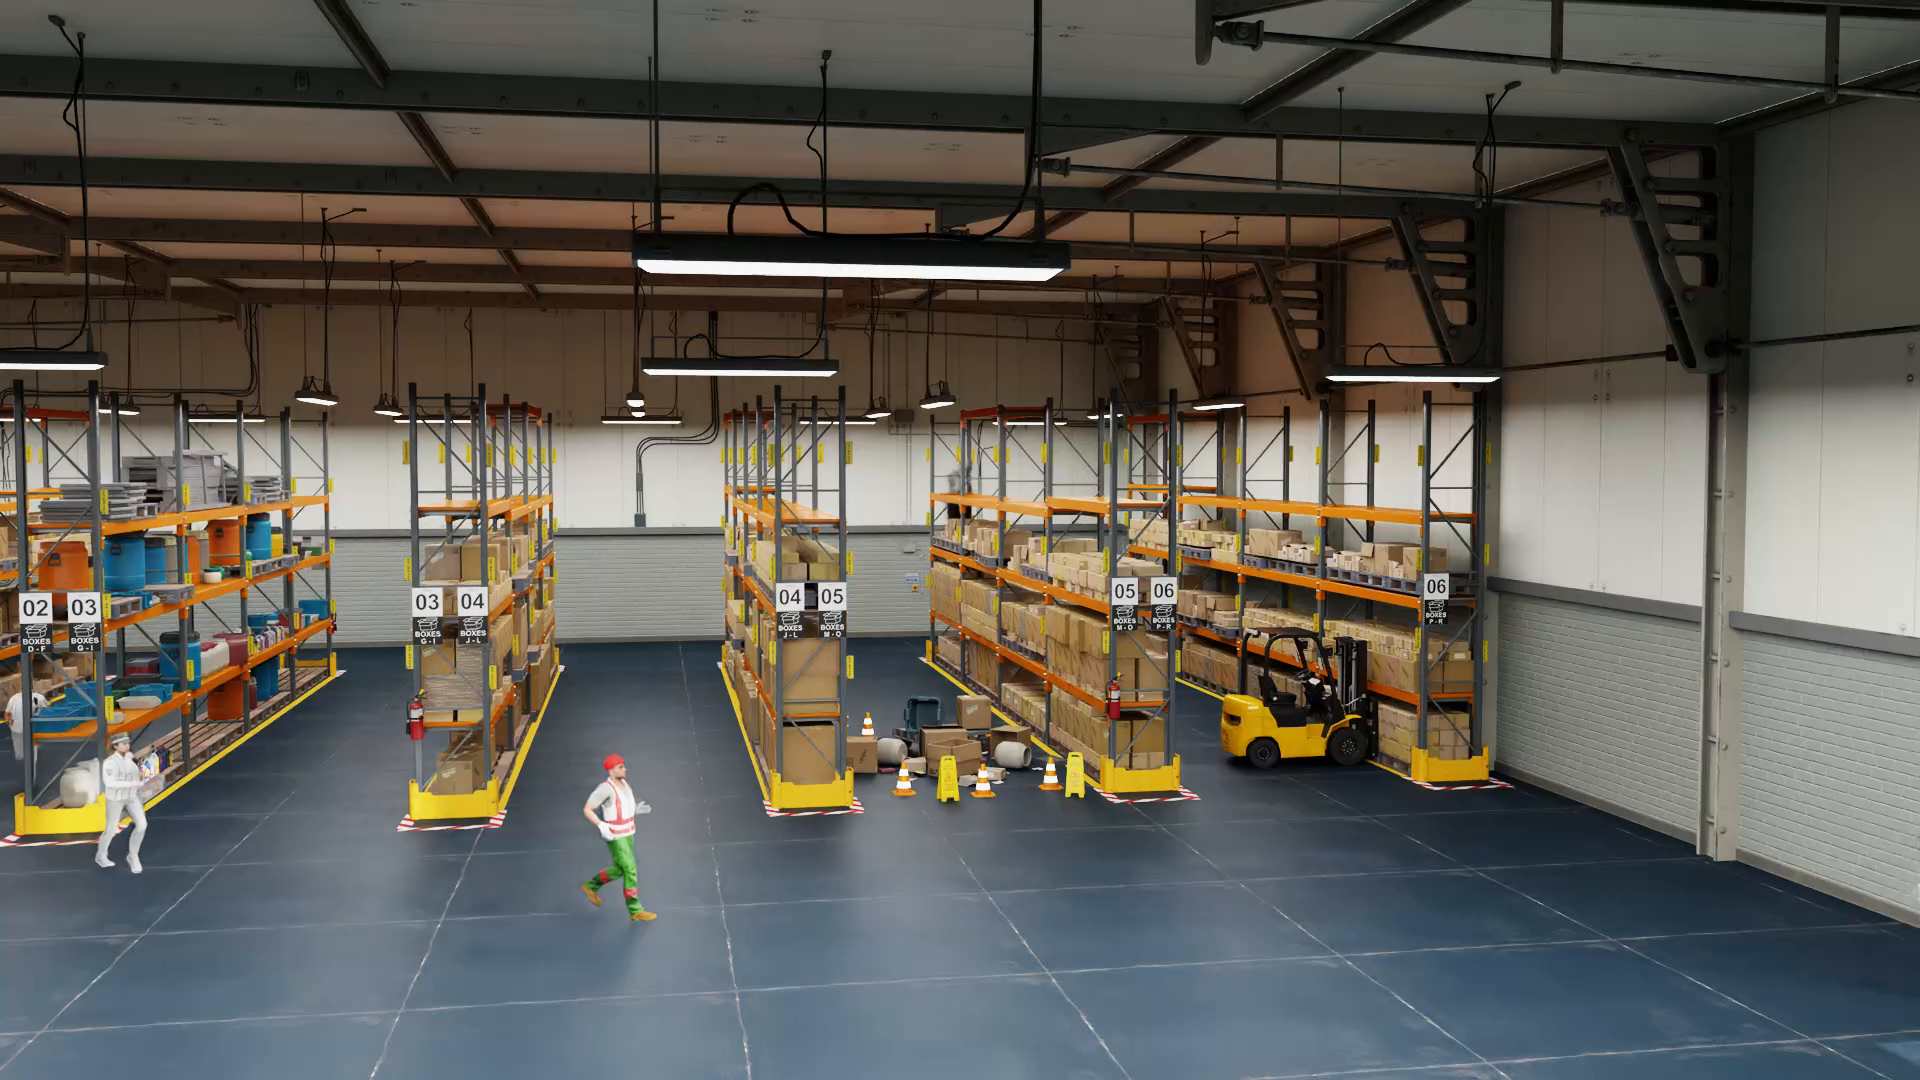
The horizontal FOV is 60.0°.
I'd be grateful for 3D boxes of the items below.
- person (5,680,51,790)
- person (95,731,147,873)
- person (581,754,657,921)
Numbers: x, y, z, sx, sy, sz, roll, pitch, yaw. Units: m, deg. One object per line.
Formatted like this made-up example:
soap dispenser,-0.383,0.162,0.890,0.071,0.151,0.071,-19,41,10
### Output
person,-14.124,2.905,25.192,0.607,1.658,0.849,-1,3,-20
person,-10.066,3.152,19.968,0.798,1.730,0.573,1,3,24
person,-3.701,3.193,17.938,0.967,1.768,0.667,1,3,17
